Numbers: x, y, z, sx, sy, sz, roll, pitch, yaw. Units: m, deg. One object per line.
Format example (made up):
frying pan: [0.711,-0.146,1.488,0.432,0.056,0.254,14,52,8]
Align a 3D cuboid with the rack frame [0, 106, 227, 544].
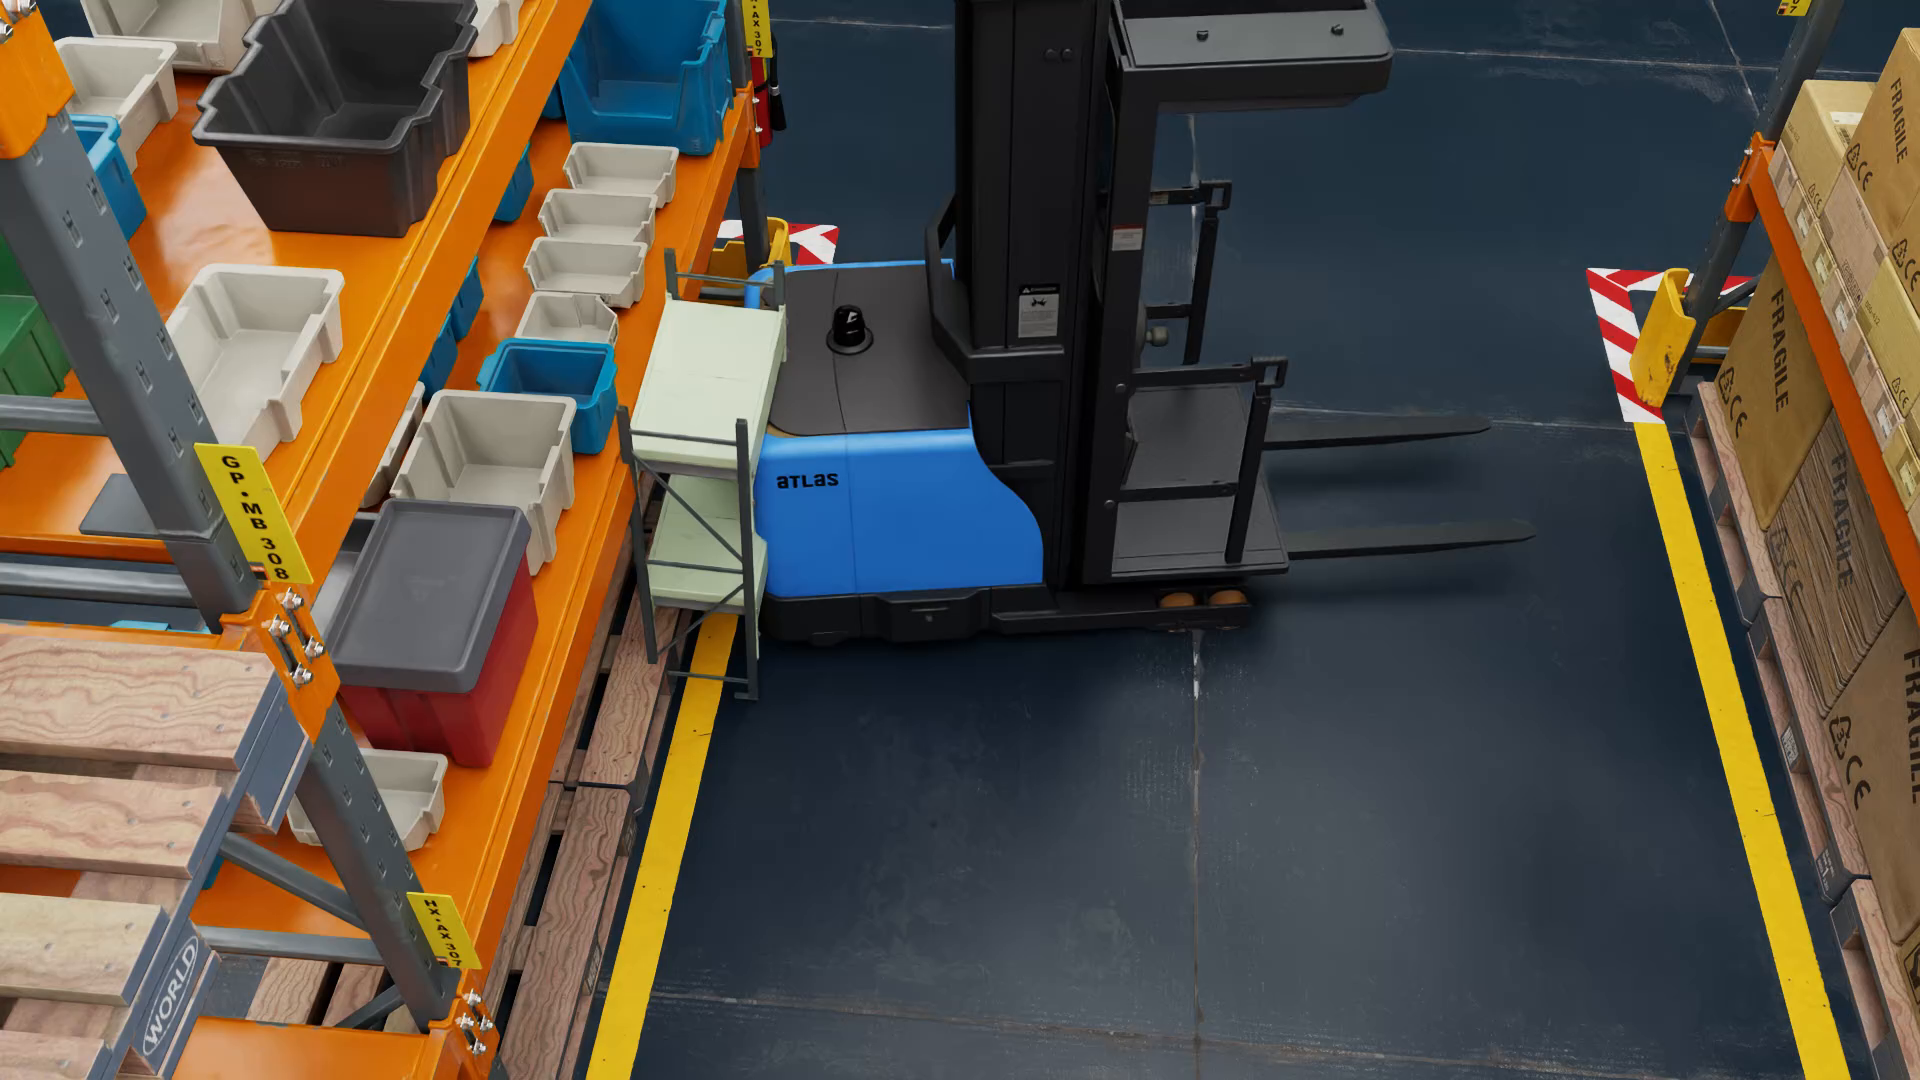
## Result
rack frame: [-1.708,-1.086,1.671,1.000,3.000,0.127,4,48,4]

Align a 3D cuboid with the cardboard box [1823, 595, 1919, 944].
cardboard box: [3.446,0.706,5.253,0.875,0.875,0.875,4,48,4]

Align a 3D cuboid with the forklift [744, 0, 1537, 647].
forklift: [0.719,-1.020,5.722,3.031,2.935,1.130,-3,48,-3]

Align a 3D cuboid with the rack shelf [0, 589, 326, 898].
rack shelf: [-1.890,1.638,1.699,1.077,0.370,4.000,4,48,4]

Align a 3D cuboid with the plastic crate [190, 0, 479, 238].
plastic crate: [-1.322,-0.924,3.644,0.497,0.269,0.590,4,48,4]

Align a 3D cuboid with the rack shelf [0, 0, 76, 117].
rack shelf: [-1.526,-2.178,3.429,1.077,0.370,4.000,4,48,4]

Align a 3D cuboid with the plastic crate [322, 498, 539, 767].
plastic crate: [-1.377,0.257,4.424,0.402,0.464,0.583,4,48,4]

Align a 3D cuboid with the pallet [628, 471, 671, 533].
pallet: [-1.457,-0.457,7.050,1.003,0.211,1.213,4,48,4]

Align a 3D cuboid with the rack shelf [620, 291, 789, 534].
rack shelf: [-0.840,-0.434,5.564,0.431,0.370,0.720,6,50,0]

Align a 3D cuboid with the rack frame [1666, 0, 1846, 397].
rack frame: [3.589,-1.668,6.269,1.000,3.000,0.127,4,48,4]

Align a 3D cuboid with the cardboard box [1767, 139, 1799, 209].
cardboard box: [3.228,-1.345,6.143,0.380,0.149,0.250,4,48,4]

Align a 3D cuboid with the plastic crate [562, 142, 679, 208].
plastic crate: [-1.237,-1.321,6.089,0.396,0.136,0.243,4,48,4]

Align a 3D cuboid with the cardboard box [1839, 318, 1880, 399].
cardboard box: [3.136,-0.589,5.452,0.380,0.149,0.250,3,48,3]

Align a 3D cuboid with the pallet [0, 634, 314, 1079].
pallet: [-1.682,0.572,2.315,1.213,0.211,1.003,4,48,4]

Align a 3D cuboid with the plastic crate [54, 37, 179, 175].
plastic crate: [-1.971,-0.945,3.754,0.293,0.136,0.466,4,48,4]

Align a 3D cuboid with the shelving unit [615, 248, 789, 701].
shelving unit: [-0.868,-0.186,5.865,0.431,1.500,0.755,6,50,0]

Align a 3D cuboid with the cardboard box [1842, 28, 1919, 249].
cardboard box: [3.231,-1.269,5.296,0.500,0.500,0.500,3,48,3]

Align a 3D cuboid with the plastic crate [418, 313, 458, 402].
plastic crate: [-1.841,-0.617,5.381,0.416,0.233,0.300,4,48,4]

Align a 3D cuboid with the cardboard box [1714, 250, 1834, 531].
cardboard box: [3.610,-0.617,6.463,0.875,0.875,0.875,4,48,4]

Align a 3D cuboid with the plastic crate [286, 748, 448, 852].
plastic crate: [-1.523,0.675,4.264,0.396,0.136,0.243,4,48,4]

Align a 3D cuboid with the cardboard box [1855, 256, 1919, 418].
cardboard box: [3.186,-0.632,5.221,0.500,0.250,0.500,2,48,2]

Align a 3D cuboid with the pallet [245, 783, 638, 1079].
pallet: [-1.679,1.336,5.411,1.003,0.211,1.213,4,48,4]

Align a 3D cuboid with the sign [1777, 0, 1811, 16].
sign: [3.037,-2.029,5.958,0.100,0.325,0.005,4,48,4]

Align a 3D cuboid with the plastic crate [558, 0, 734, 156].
plastic crate: [-1.188,-1.775,6.302,0.616,0.435,0.499,4,48,4]

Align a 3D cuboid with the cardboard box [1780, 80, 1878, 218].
cardboard box: [3.276,-1.383,5.908,0.500,0.250,0.500,3,48,2]

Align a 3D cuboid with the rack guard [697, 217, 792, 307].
rack guard: [-1.354,-1.176,7.513,1.175,0.500,0.348,4,48,4]

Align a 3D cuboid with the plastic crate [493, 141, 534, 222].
plastic crate: [-1.754,-1.322,6.025,0.416,0.233,0.300,4,48,4]

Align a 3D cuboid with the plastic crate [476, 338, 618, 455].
plastic crate: [-1.275,-0.438,5.217,0.416,0.233,0.300,4,48,4]

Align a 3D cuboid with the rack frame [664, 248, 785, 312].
rack frame: [-0.836,-0.467,6.098,0.400,1.500,0.023,6,50,0]

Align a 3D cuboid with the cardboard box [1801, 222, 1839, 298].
cardboard box: [3.183,-0.968,5.799,0.380,0.149,0.250,3,48,3]

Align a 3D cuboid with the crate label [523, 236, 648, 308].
crate label: [-1.279,-0.903,5.707,0.396,0.136,0.243,4,48,4]

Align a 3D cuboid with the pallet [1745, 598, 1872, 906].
pallet: [3.480,0.760,5.938,1.003,0.211,1.213,4,48,4]

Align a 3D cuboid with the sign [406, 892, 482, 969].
sign: [-1.160,0.883,3.748,0.100,0.325,0.005,4,48,4]

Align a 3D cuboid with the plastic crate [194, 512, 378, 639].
plastic crate: [-1.873,0.170,4.733,0.437,0.125,0.590,4,48,4]

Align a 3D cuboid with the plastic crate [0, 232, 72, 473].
plastic crate: [-1.970,-0.334,3.160,0.450,0.188,0.662,4,48,4]

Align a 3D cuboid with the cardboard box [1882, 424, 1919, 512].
cardboard box: [3.089,-0.214,5.109,0.380,0.149,0.250,3,48,3]

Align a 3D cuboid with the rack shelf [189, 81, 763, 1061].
rack shelf: [-1.526,-0.289,5.495,1.077,0.370,4.000,4,48,4]
